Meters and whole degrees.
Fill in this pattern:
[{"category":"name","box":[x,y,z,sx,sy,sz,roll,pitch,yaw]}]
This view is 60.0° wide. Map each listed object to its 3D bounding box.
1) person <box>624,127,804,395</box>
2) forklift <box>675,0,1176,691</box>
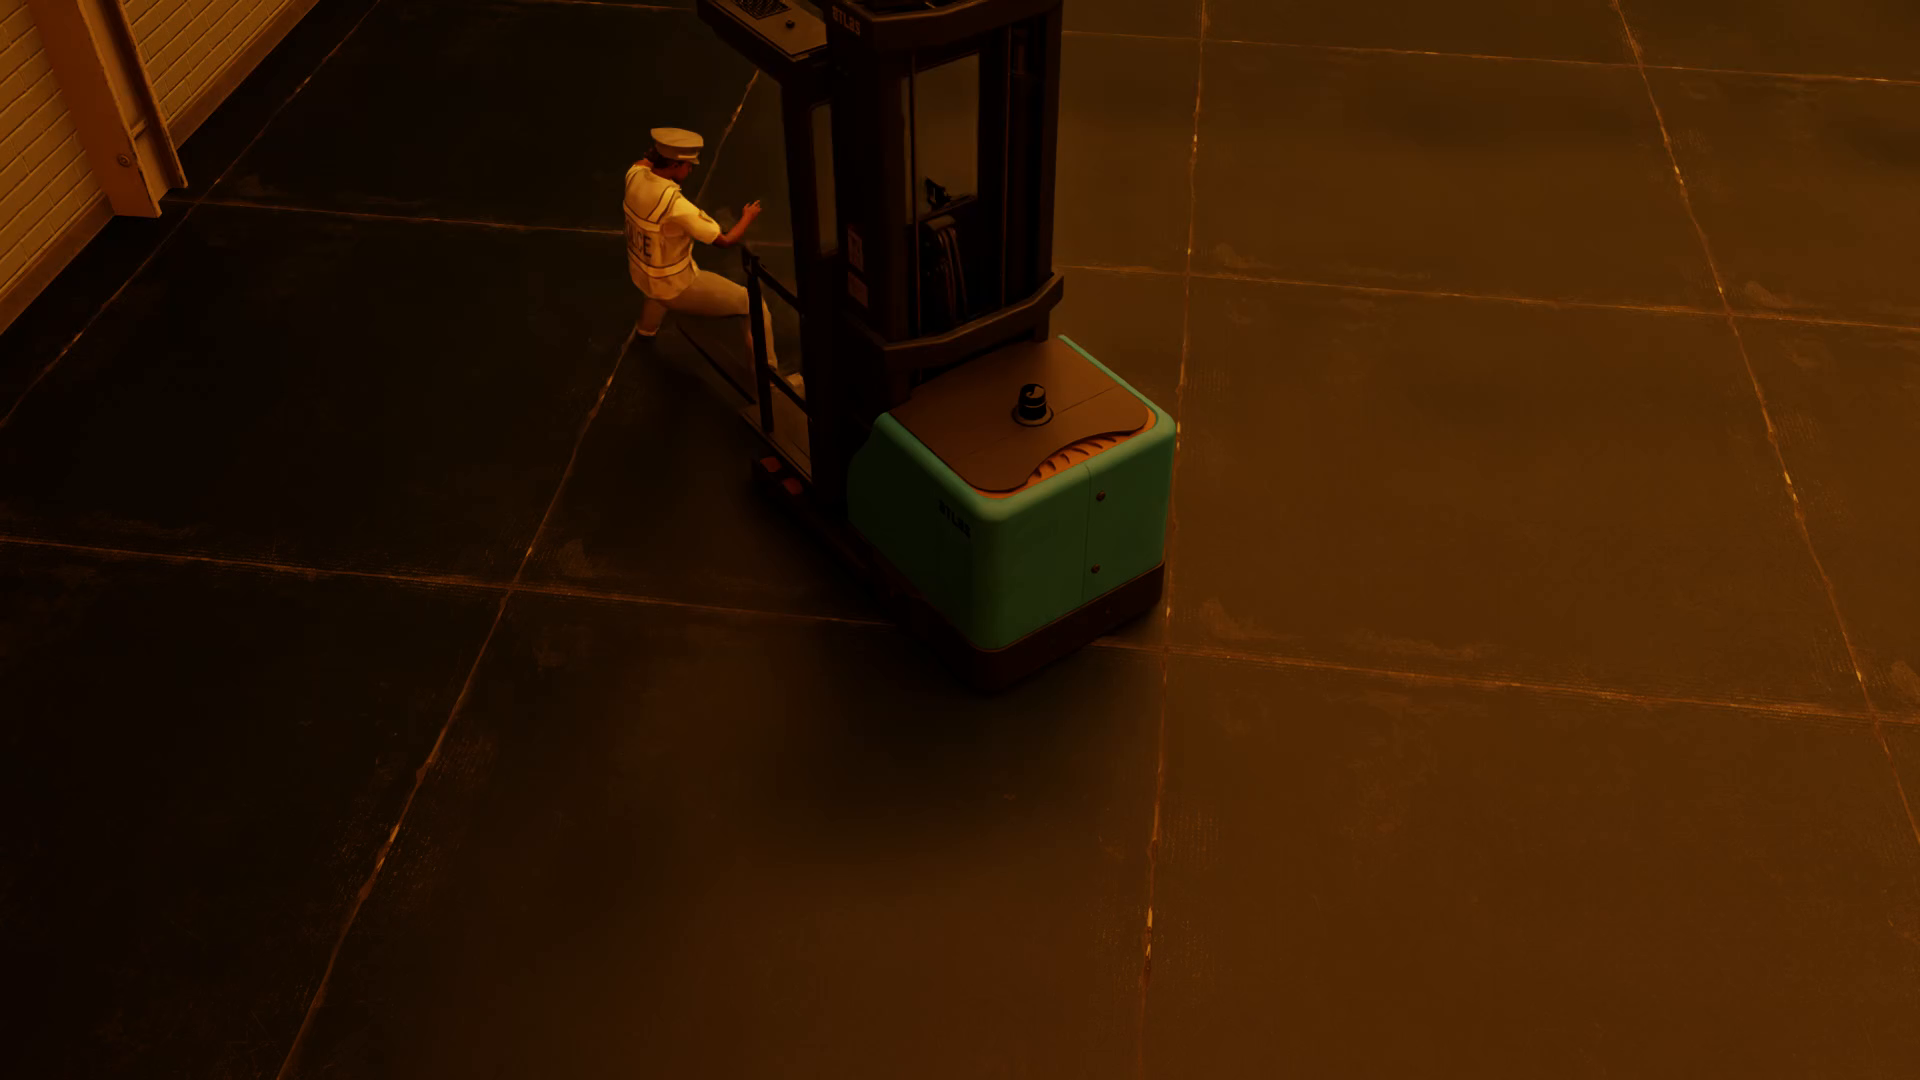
[{"category":"person","box":[-1.338,-1.454,8.400,0.671,1.421,1.098,-26,49,-26]},{"category":"forklift","box":[-0.359,-1.393,7.241,1.130,2.935,3.031,-26,49,-26]}]
